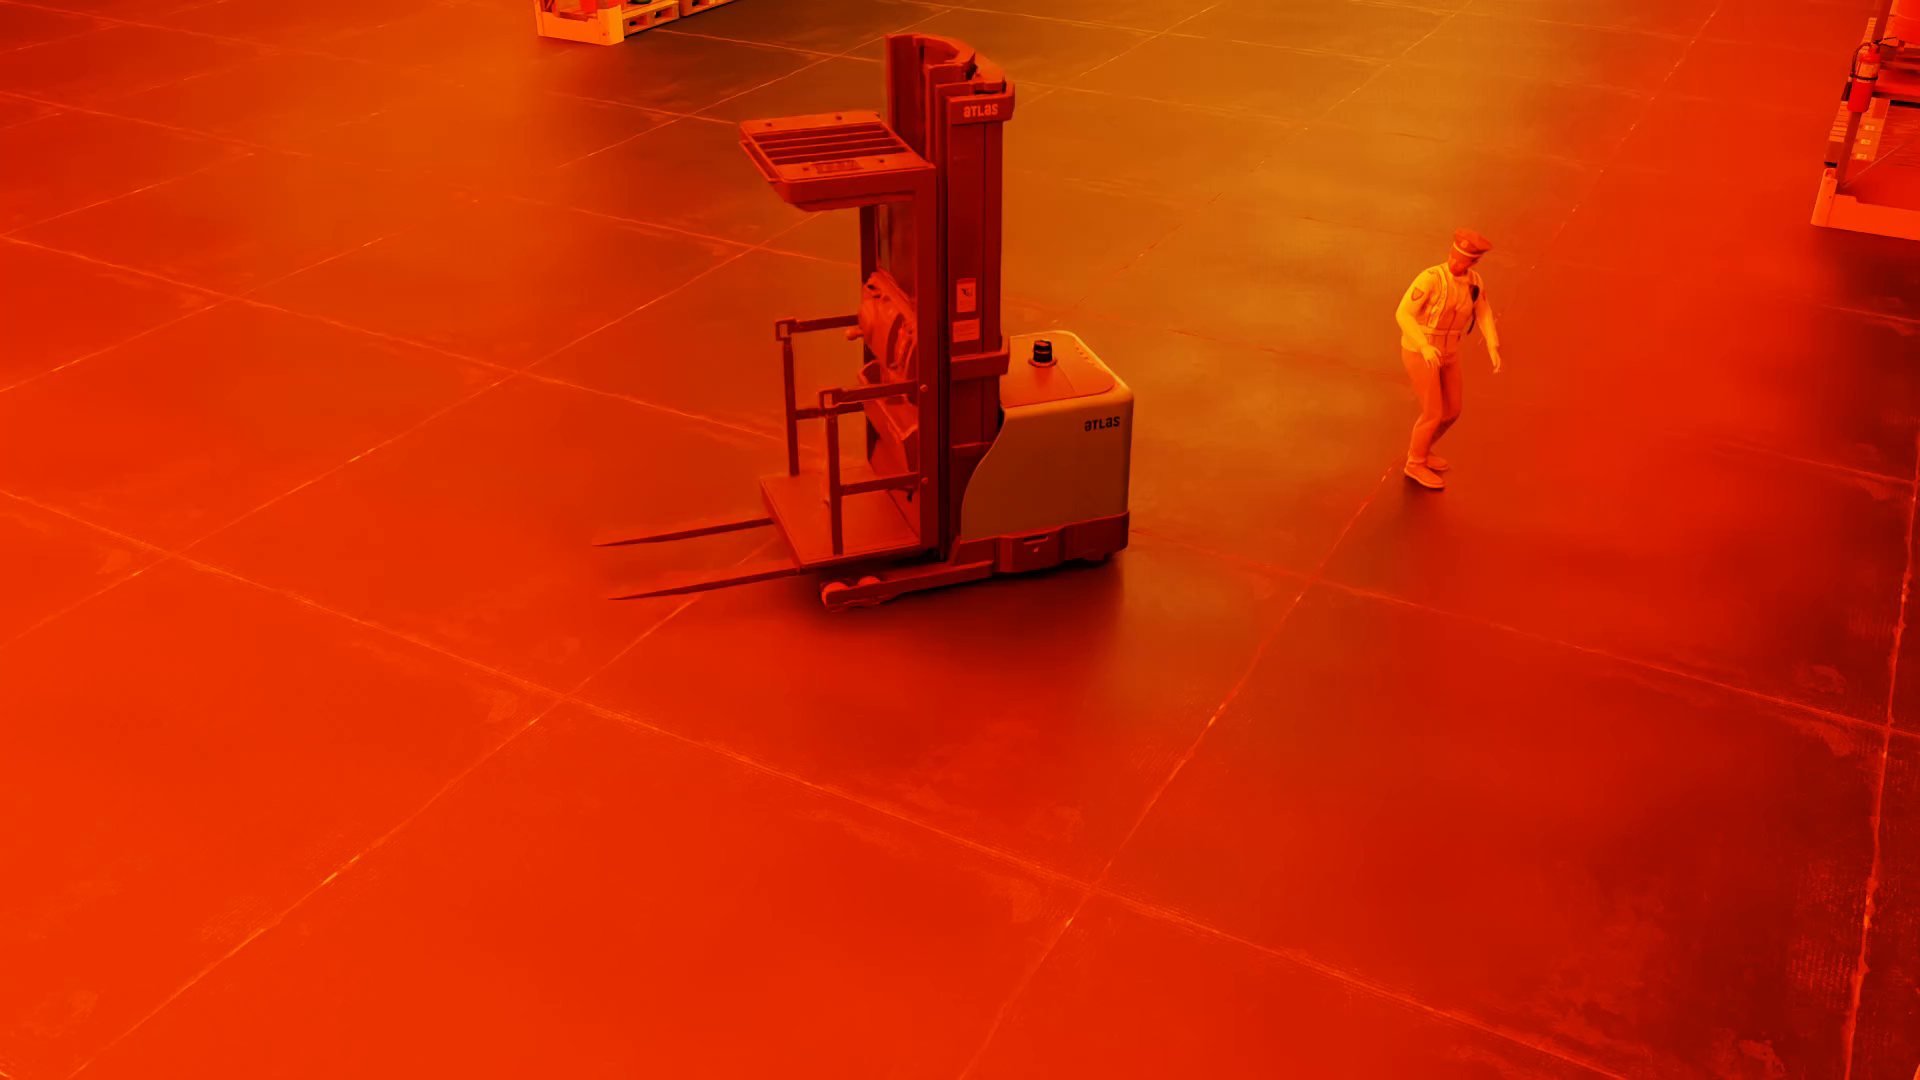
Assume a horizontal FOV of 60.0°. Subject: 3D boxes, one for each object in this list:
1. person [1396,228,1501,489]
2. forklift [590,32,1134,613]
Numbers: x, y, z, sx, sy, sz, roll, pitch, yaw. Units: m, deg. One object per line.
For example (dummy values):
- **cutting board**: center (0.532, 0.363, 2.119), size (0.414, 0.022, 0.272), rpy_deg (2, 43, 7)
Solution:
- **person**: center (3.034, -1.151, 10.391), size (0.712, 1.632, 0.482), rpy_deg (-16, 34, -26)
- **forklift**: center (-0.584, -1.160, 9.080), size (3.031, 2.935, 1.130), rpy_deg (-10, 31, -16)
